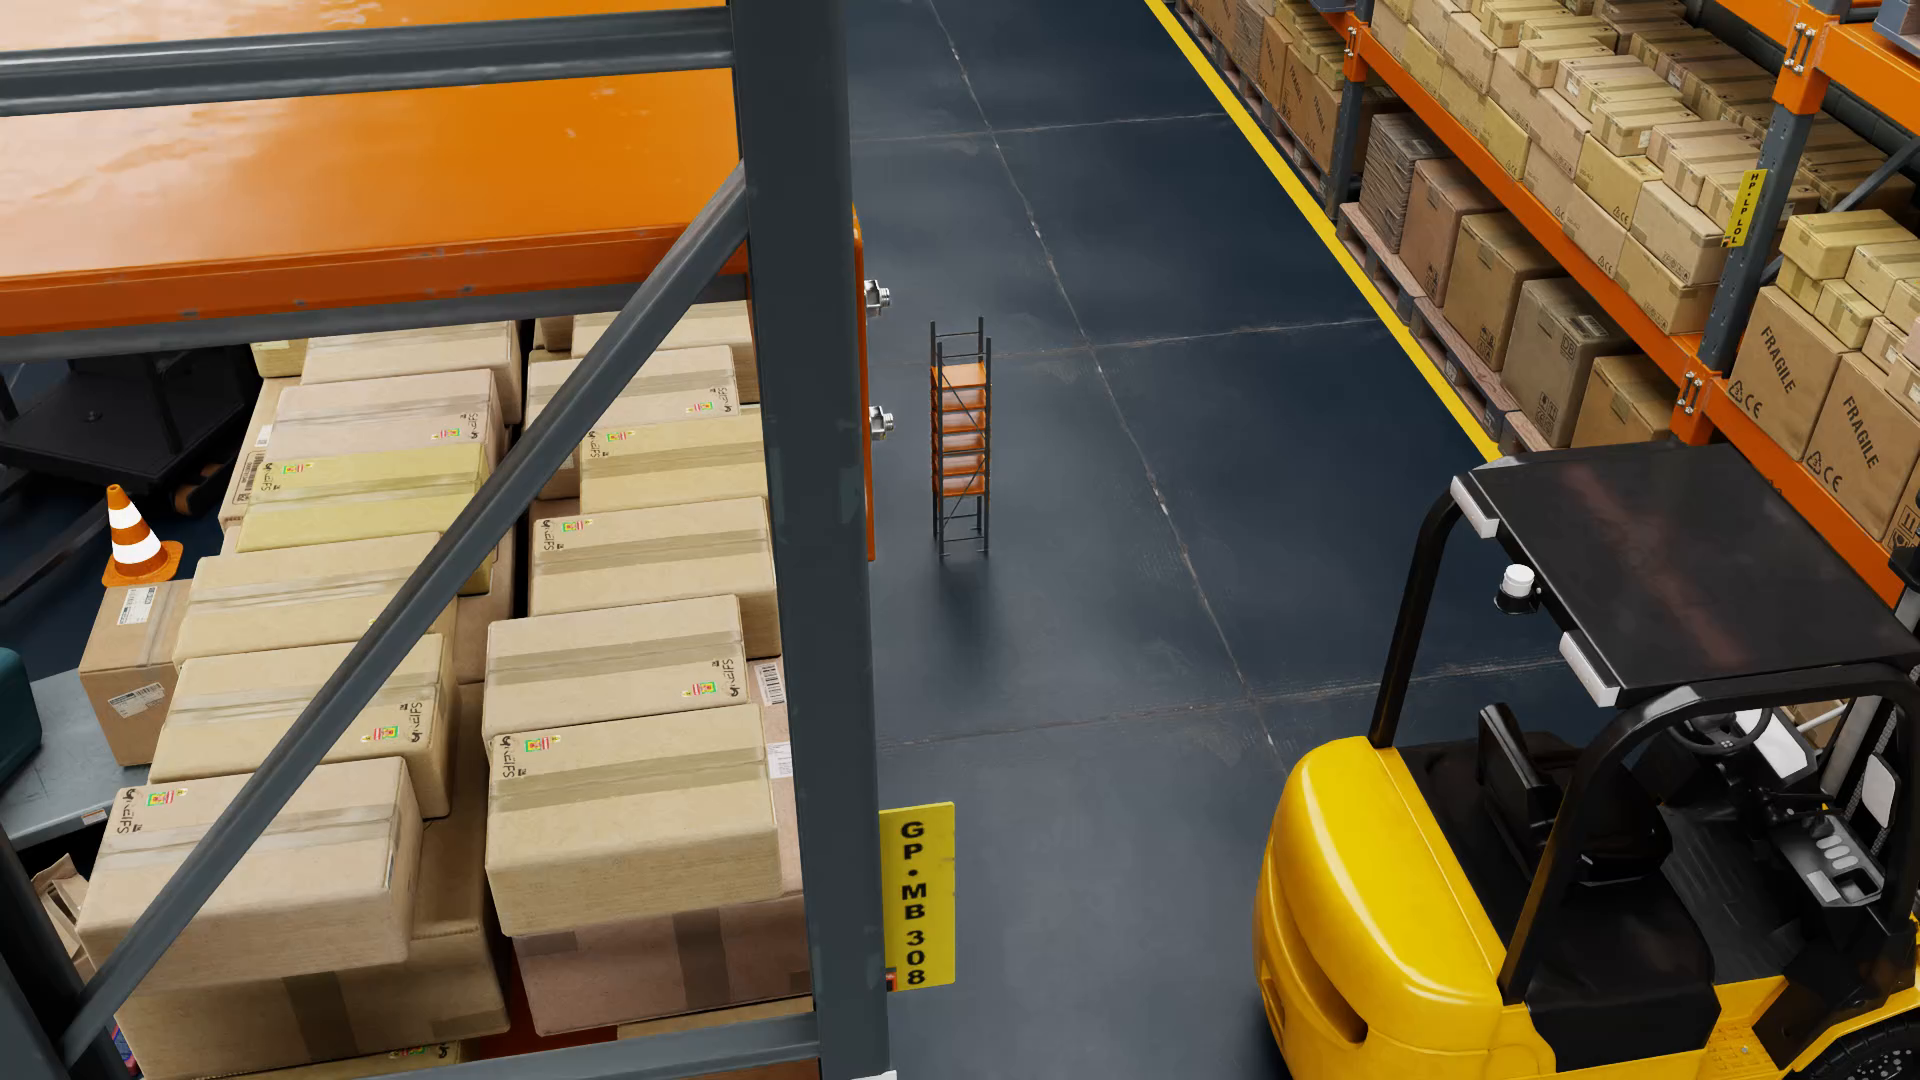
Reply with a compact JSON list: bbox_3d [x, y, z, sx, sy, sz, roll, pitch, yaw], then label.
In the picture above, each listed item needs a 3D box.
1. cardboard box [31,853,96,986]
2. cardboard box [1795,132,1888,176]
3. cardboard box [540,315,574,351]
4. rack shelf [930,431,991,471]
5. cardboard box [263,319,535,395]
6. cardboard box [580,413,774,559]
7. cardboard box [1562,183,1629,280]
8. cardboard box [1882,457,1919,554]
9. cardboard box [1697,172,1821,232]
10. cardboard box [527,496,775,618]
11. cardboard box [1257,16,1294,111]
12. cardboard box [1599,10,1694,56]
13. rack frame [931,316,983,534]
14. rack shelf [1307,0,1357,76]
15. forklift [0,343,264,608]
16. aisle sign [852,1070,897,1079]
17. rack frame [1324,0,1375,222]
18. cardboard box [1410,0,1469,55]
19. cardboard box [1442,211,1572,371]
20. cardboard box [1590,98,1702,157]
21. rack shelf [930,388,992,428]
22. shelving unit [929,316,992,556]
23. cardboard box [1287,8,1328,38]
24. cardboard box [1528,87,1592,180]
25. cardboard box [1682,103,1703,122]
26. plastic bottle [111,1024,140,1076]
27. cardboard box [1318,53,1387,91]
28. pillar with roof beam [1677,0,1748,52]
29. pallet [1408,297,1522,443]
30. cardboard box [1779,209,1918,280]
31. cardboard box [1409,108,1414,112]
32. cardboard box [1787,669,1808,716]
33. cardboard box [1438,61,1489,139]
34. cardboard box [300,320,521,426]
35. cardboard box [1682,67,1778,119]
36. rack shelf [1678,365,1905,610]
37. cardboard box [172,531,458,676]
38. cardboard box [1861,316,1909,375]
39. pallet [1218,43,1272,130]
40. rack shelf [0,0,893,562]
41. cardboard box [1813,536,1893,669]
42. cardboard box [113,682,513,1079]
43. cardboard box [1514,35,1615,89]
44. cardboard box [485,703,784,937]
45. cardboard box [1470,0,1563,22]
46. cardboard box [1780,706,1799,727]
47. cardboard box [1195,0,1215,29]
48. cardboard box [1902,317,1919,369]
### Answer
[{"bbox_3d":[-3.262,1.408,6.121,0.396,0.266,0.258,27,45,30],"label":"cardboard box"},{"bbox_3d":[3.749,-1.629,7.192,0.380,0.149,0.250,-7,38,-9],"label":"cardboard box"},{"bbox_3d":[-0.687,-0.538,3.507,0.380,0.149,0.250,-5,38,-7],"label":"cardboard box"},{"bbox_3d":[0.003,-0.430,7.798,0.258,0.103,0.180,-6,38,-8],"label":"rack shelf"},{"bbox_3d":[-1.218,-0.423,3.684,0.500,0.250,0.500,-6,38,-8],"label":"cardboard box"},{"bbox_3d":[-0.465,-0.083,2.922,0.380,0.149,0.250,-6,38,-8],"label":"cardboard box"},{"bbox_3d":[3.155,-1.451,7.694,0.500,0.250,0.500,-6,38,-8],"label":"cardboard box"},{"bbox_3d":[3.613,-0.055,5.695,0.500,0.500,0.500,-7,38,-8],"label":"cardboard box"},{"bbox_3d":[3.316,-1.409,6.908,0.380,0.149,0.250,-5,38,-6],"label":"cardboard box"},{"bbox_3d":[-0.495,0.141,2.958,0.500,0.250,0.500,-7,38,-9],"label":"cardboard box"},{"bbox_3d":[2.436,-3.377,11.747,0.500,0.500,0.500,-5,38,-6],"label":"cardboard box"},{"bbox_3d":[3.438,-2.542,8.367,0.380,0.149,0.250,-5,38,-7],"label":"cardboard box"},{"bbox_3d":[-0.013,-0.520,7.842,0.240,1.200,0.006,-6,38,-8],"label":"rack frame"},{"bbox_3d":[2.543,-4.271,11.788,1.077,0.370,4.000,-6,38,-8],"label":"rack shelf"},{"bbox_3d":[-4.212,-1.550,7.756,1.130,2.935,3.031,11,39,14],"label":"forklift"},{"bbox_3d":[-0.274,0.999,2.300,0.394,0.787,0.004,-6,38,-8],"label":"aisle sign"},{"bbox_3d":[2.894,-3.347,10.013,1.000,3.000,0.127,-6,38,-8],"label":"rack frame"},{"bbox_3d":[2.817,-2.888,9.137,0.500,0.250,0.500,-5,38,-7],"label":"cardboard box"},{"bbox_3d":[3.230,-1.396,9.095,0.875,0.625,0.625,-8,39,-10],"label":"cardboard box"},{"bbox_3d":[3.086,-1.861,7.490,0.380,0.149,0.250,-7,38,-9],"label":"cardboard box"},{"bbox_3d":[0.003,-0.620,7.651,0.258,0.103,0.180,-6,38,-8],"label":"rack shelf"},{"bbox_3d":[0.003,-0.465,7.771,0.258,1.200,0.189,-6,38,-8],"label":"shelving unit"},{"bbox_3d":[2.475,-3.542,11.431,0.380,0.149,0.250,-5,38,-7],"label":"cardboard box"},{"bbox_3d":[3.076,-1.957,7.939,0.500,0.250,0.500,-6,38,-7],"label":"cardboard box"},{"bbox_3d":[3.601,-2.019,8.018,0.500,0.250,0.500,-7,38,-9],"label":"cardboard box"},{"bbox_3d":[-2.911,1.747,5.851,0.133,0.061,0.283,0,38,0],"label":"plastic bottle"},{"bbox_3d":[2.558,-3.053,10.801,0.380,0.149,0.250,-8,39,-10],"label":"cardboard box"},{"bbox_3d":[-0.229,-4.562,6.687,9.100,9.000,0.400,-6,38,-8],"label":"pillar with roof beam"},{"bbox_3d":[3.210,-1.009,9.276,1.003,0.211,1.213,-6,38,-8],"label":"pallet"},{"bbox_3d":[3.359,-1.119,6.293,0.380,0.149,0.250,-5,38,-7],"label":"cardboard box"},{"bbox_3d":[3.096,-2.810,11.017,0.500,0.500,0.500,-5,38,-6],"label":"cardboard box"},{"bbox_3d":[3.466,0.421,6.654,0.500,0.250,0.500,-6,38,-8],"label":"cardboard box"},{"bbox_3d":[2.911,-2.378,8.889,0.500,0.250,0.500,-7,38,-9],"label":"cardboard box"},{"bbox_3d":[-1.060,-0.331,3.241,0.380,0.149,0.250,-7,38,-9],"label":"cardboard box"},{"bbox_3d":[3.622,-2.085,7.779,0.380,0.149,0.250,-6,38,-8],"label":"cardboard box"},{"bbox_3d":[3.945,0.561,5.569,1.077,0.370,4.000,-6,38,-8],"label":"rack shelf"},{"bbox_3d":[-1.010,0.137,2.639,0.380,0.149,0.250,-7,38,-8],"label":"cardboard box"},{"bbox_3d":[3.512,-0.695,5.989,0.380,0.149,0.250,-6,38,-8],"label":"cardboard box"},{"bbox_3d":[2.589,-3.436,12.400,1.003,0.211,1.213,-6,38,-8],"label":"pallet"},{"bbox_3d":[-0.941,-1.270,3.039,1.077,0.370,4.000,-6,38,-8],"label":"rack shelf"},{"bbox_3d":[3.450,0.230,6.492,0.500,0.250,0.500,-6,38,-8],"label":"cardboard box"},{"bbox_3d":[-0.945,0.499,2.498,0.500,0.250,0.500,-7,38,-9],"label":"cardboard box"},{"bbox_3d":[2.940,-2.329,8.093,0.380,0.149,0.250,-7,38,-9],"label":"cardboard box"},{"bbox_3d":[-0.452,0.385,2.320,0.380,0.149,0.250,-6,38,-8],"label":"cardboard box"},{"bbox_3d":[2.910,-2.799,8.698,0.380,0.149,0.250,-6,38,-7],"label":"cardboard box"},{"bbox_3d":[3.458,0.622,6.803,0.500,0.250,0.500,-7,38,-9],"label":"cardboard box"},{"bbox_3d":[2.159,-4.304,12.941,0.500,0.500,0.500,-7,38,-9],"label":"cardboard box"},{"bbox_3d":[3.491,-0.651,5.691,0.380,0.149,0.250,-5,38,-7],"label":"cardboard box"}]
